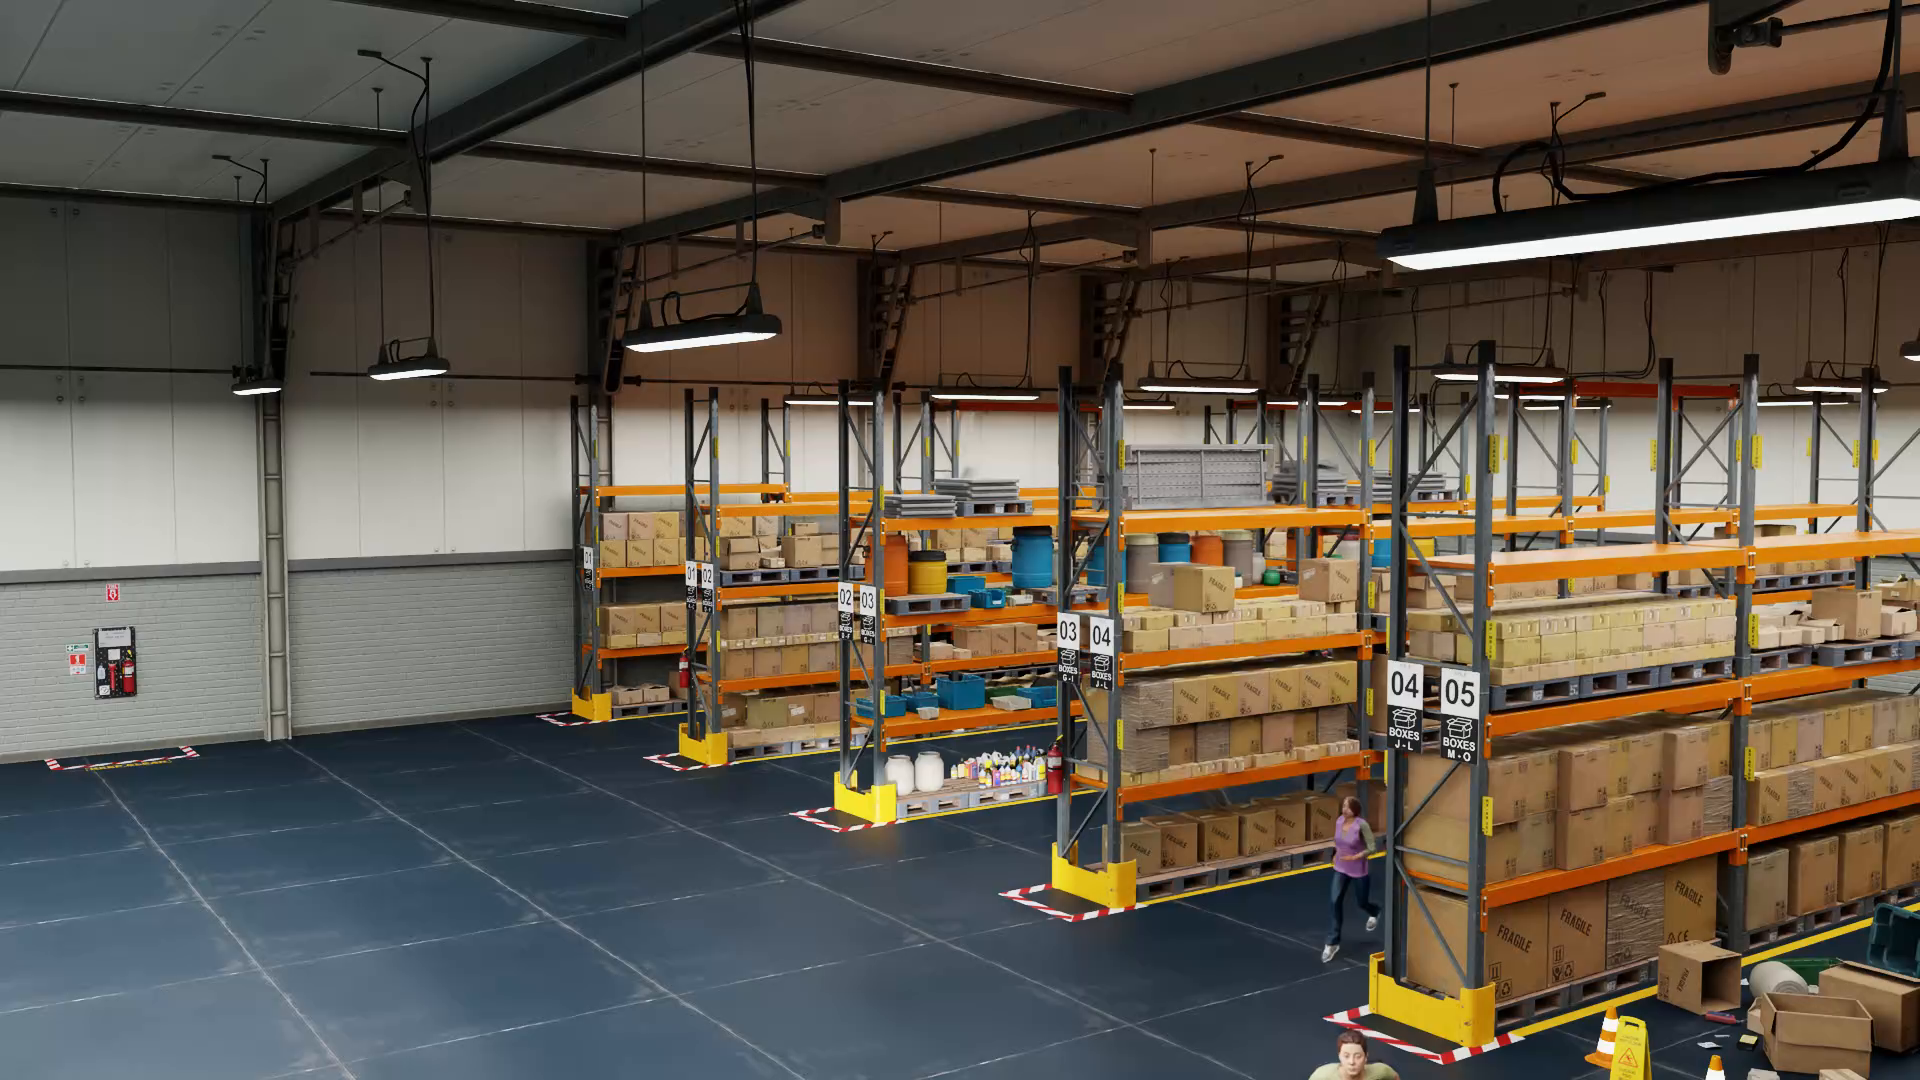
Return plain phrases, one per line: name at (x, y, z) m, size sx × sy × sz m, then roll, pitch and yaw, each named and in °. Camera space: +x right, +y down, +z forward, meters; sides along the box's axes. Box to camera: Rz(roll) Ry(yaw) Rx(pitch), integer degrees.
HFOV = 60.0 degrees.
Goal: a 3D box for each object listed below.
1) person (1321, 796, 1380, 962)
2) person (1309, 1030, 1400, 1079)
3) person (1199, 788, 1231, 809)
person at (3.984, 3.366, 16.770) m, size 0.506 × 1.599 × 1.025 m, roll 3°, pitch 4°, yaw 37°
person at (2.371, 3.738, 10.129) m, size 0.578 × 1.671 × 1.012 m, roll 1°, pitch 4°, yaw 18°
person at (3.393, 2.968, 22.433) m, size 0.788 × 1.662 × 0.605 m, roll -2°, pitch 4°, yaw -35°
